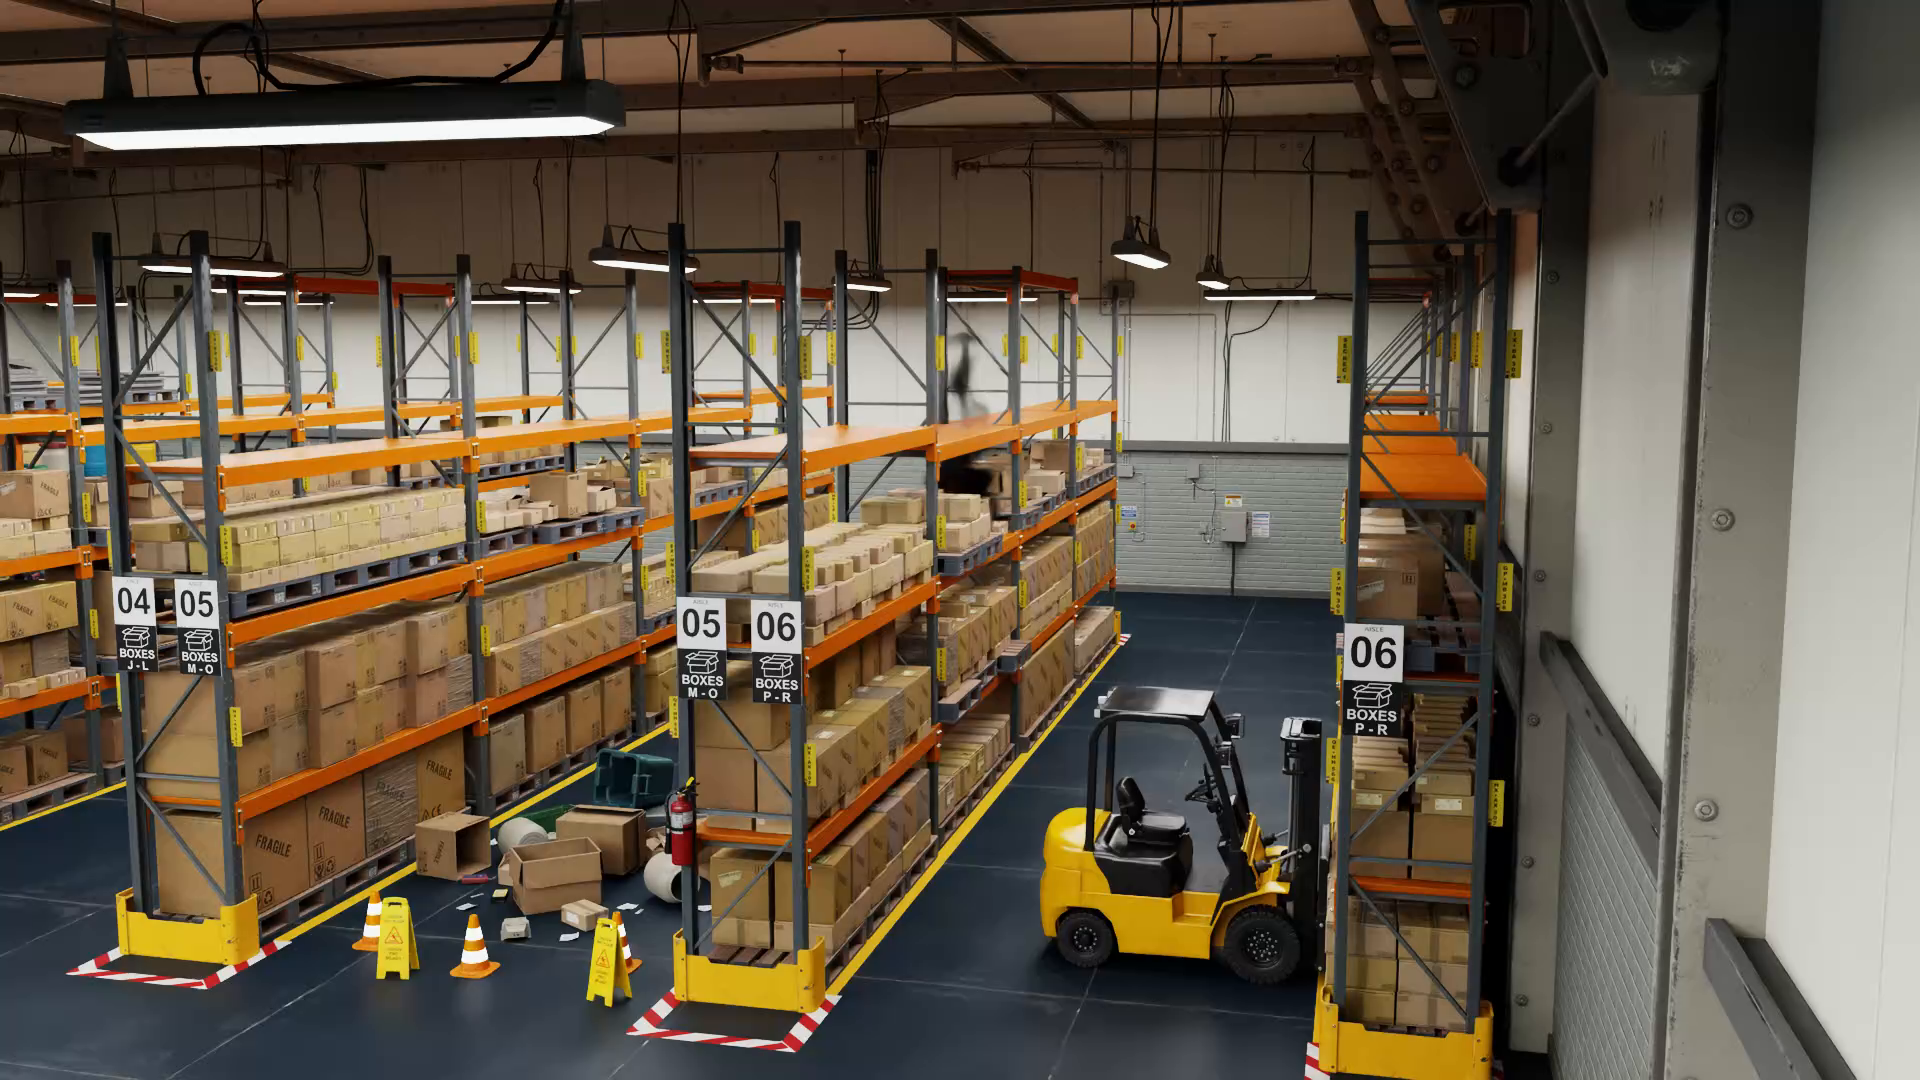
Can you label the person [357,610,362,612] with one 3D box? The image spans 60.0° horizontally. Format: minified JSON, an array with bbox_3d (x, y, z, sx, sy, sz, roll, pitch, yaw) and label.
[{"bbox_3d":[-7.811,1.637,21.910,0.676,1.625,0.535,1,7,10],"label":"person"}]
